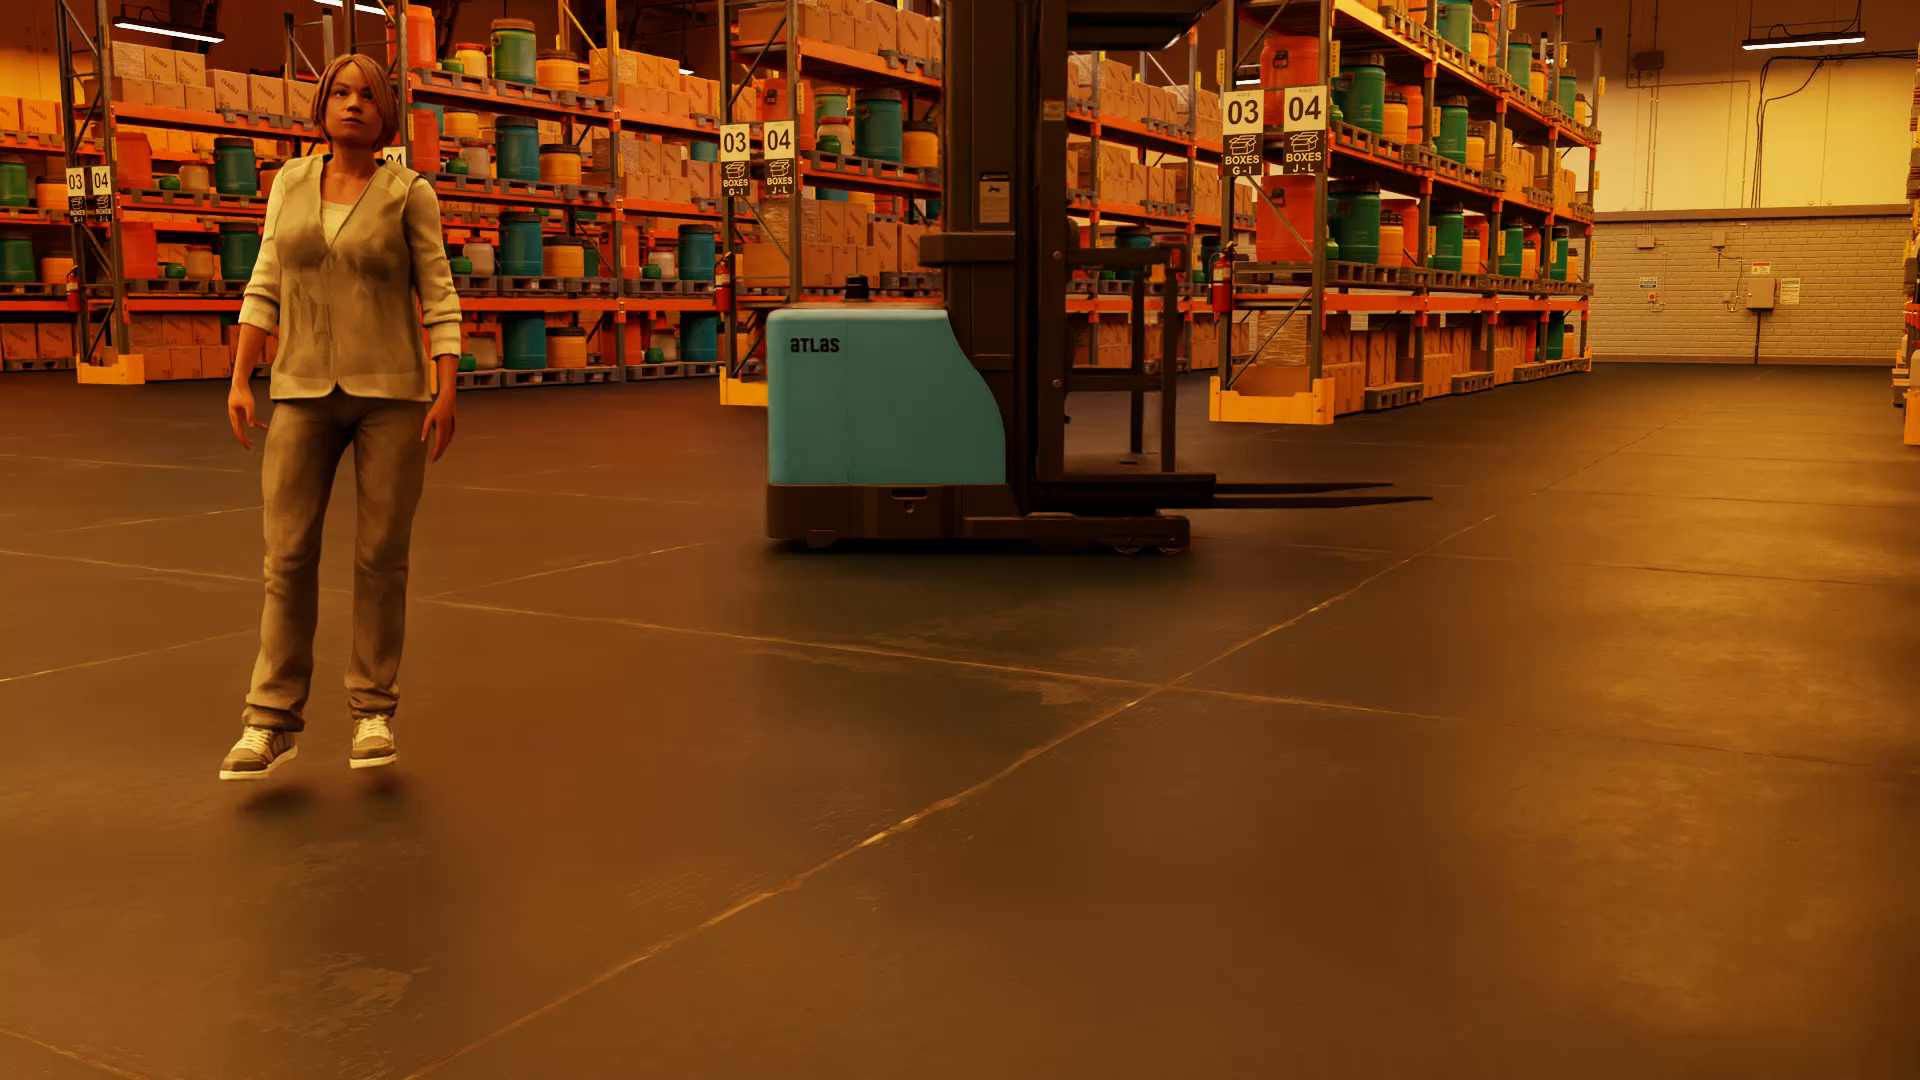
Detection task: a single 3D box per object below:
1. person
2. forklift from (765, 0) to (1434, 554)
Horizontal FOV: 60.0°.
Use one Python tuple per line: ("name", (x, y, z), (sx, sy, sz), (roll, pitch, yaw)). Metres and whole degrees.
("person", (-1.387, -0.285, 3.726), (0.511, 1.601, 0.467), (-1, 8, -7))
("forklift", (0.636, -1.462, 7.688), (3.031, 2.935, 1.130), (0, 8, -2))
